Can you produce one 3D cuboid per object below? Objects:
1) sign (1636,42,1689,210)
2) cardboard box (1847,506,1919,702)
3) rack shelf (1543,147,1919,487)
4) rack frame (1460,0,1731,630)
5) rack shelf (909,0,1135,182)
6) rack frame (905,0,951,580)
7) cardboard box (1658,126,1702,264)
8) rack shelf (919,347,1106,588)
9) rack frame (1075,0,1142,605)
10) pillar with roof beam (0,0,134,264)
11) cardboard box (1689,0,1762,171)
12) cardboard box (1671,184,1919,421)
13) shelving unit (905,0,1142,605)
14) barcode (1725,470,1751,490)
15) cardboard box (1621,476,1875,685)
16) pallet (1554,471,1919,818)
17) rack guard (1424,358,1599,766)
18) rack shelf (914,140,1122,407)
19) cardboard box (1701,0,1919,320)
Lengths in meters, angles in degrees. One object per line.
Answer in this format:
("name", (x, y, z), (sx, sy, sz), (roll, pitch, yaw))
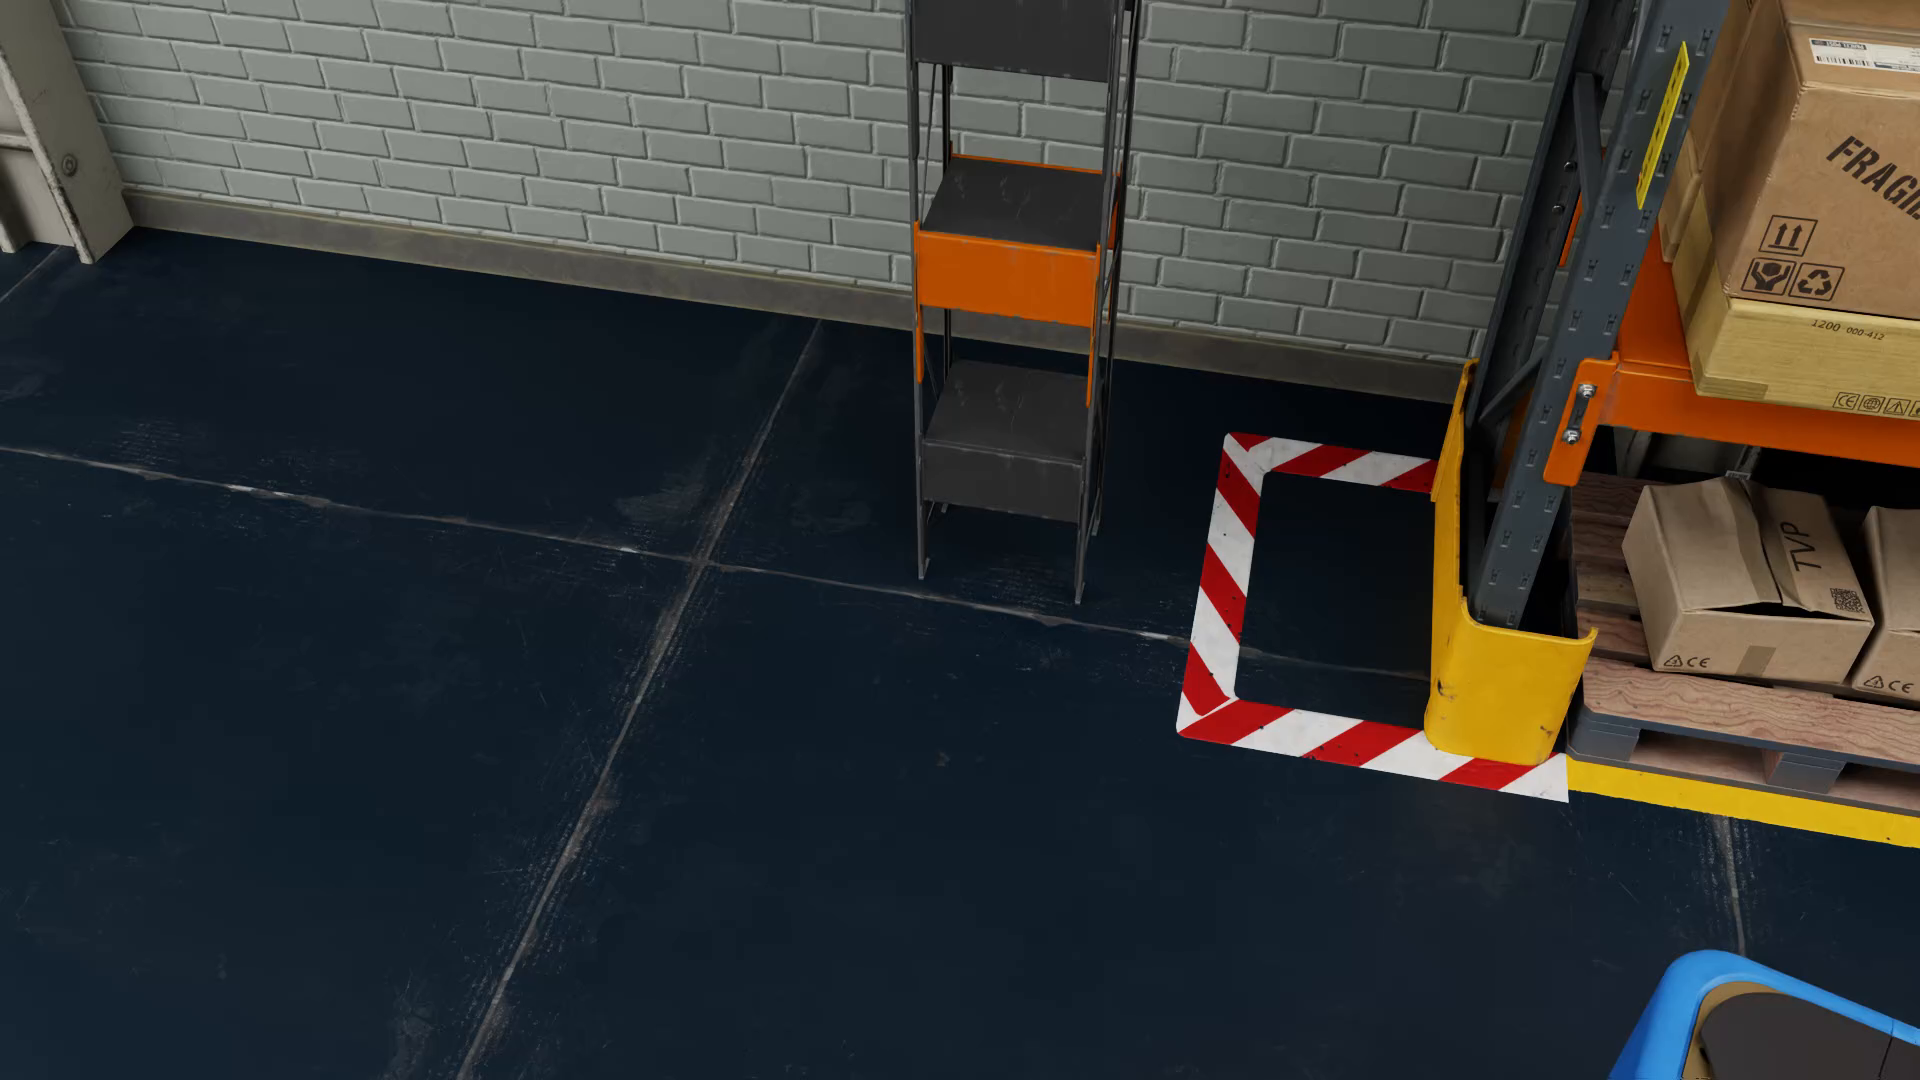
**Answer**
("sign", (1.399, -0.824, 3.319), (0.005, 0.325, 0.100), (9, 45, 9))
("cardboard box", (2.730, 0.183, 4.519), (0.500, 0.311, 0.500), (12, 45, 12))
("rack shelf", (3.469, -0.317, 3.935), (4.000, 0.370, 1.077), (9, 45, 9))
("rack frame", (1.518, -0.879, 4.000), (0.127, 3.000, 1.000), (9, 45, 9))
("rack shelf", (0.162, -1.226, 4.020), (0.480, 0.518, 0.431), (9, 45, 9))
("rack frame", (-0.077, -0.768, 4.534), (0.015, 2.100, 0.400), (9, 45, 9))
("cardboard box", (2.016, -0.893, 4.108), (0.500, 0.250, 0.500), (9, 45, 10))
("rack shelf", (0.162, -0.217, 4.991), (0.480, 0.518, 0.431), (9, 45, 9))
("rack frame", (0.400, -0.694, 4.457), (0.015, 2.100, 0.400), (9, 45, 9))
("pillar with roof beam", (-4.406, -1.515, 0.335), (0.400, 9.000, 9.100), (9, 45, 9))
("cardboard box", (2.024, -1.175, 3.861), (0.500, 0.500, 0.500), (8, 45, 9))
("cardboard box", (1.925, -0.544, 3.746), (0.500, 0.250, 0.500), (8, 44, 8))
("shelving unit", (0.162, -0.731, 4.496), (0.503, 2.100, 0.431), (9, 45, 9))
("barcode", (2.278, -0.175, 4.883), (0.075, 0.075, 0.001), (9, 45, 9))
("cardboard box", (2.173, 0.097, 4.608), (0.500, 0.311, 0.500), (4, 44, 4))
("pallet", (2.377, 0.284, 4.803), (1.213, 0.211, 1.003), (9, 45, 9))
("rack guard", (1.592, 0.033, 4.855), (0.348, 0.500, 1.175), (9, 45, 9))
("rack shelf", (0.162, -0.722, 4.505), (0.480, 0.518, 0.431), (9, 45, 9))
("cardboard box", (1.918, -0.827, 3.499), (0.500, 0.500, 0.500), (9, 45, 9))
